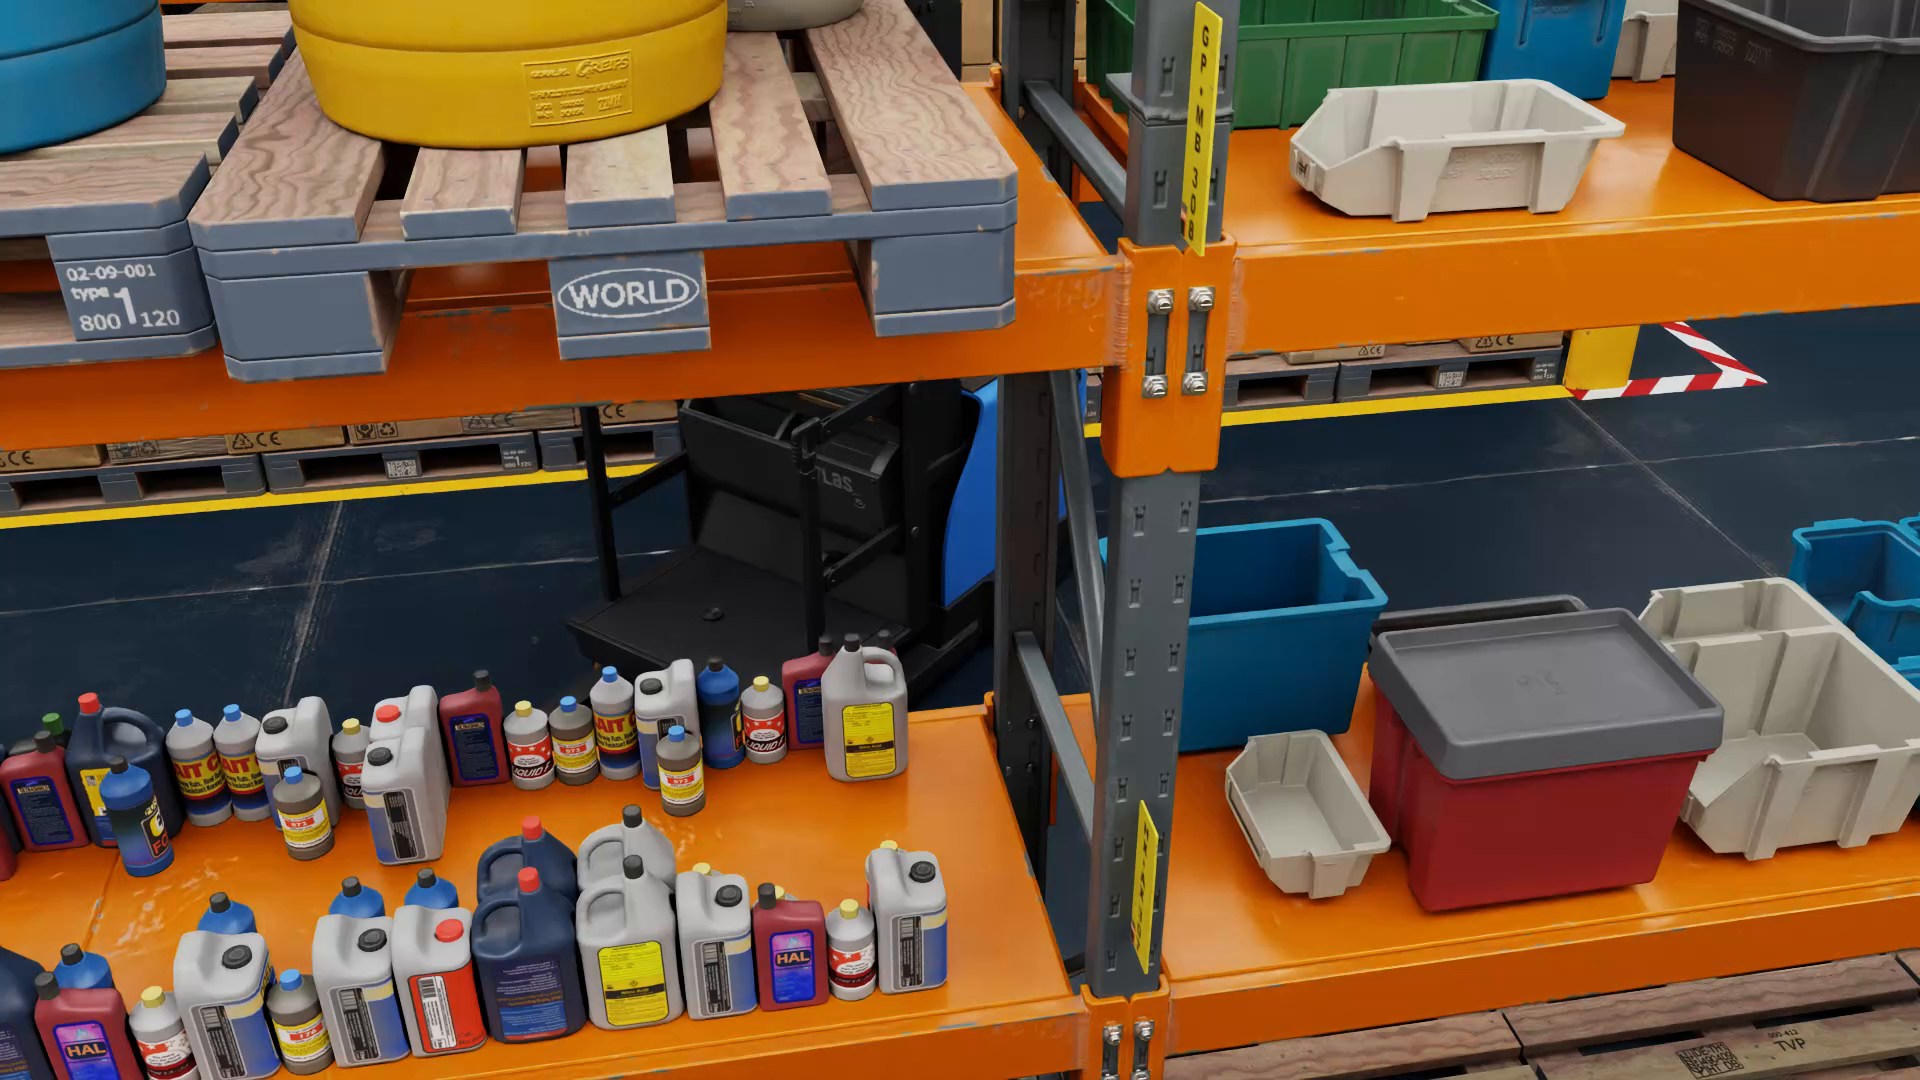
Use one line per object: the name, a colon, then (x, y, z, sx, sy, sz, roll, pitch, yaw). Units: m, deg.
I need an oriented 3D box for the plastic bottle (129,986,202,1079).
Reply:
plastic bottle: (-1.424, 0.885, 2.981, 0.097, 0.201, 0.097, 0, 30, 0)

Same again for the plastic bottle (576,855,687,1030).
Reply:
plastic bottle: (-0.615, 0.734, 3.092, 0.185, 0.351, 0.144, -5, 31, -9)

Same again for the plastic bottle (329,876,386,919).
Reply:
plastic bottle: (-1.128, 0.749, 3.144, 0.097, 0.271, 0.097, 0, 30, 0)

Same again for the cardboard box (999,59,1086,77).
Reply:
cardboard box: (0.395, -2.007, 7.605, 0.500, 0.500, 0.500, -5, 31, -8)

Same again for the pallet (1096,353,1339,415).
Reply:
pallet: (1.220, -0.978, 8.705, 1.213, 0.211, 1.003, -5, 31, -9)

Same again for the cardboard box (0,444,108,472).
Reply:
cardboard box: (-4.094, -0.651, 7.429, 0.500, 0.500, 0.500, -4, 31, -7)

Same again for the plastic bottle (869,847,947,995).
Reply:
plastic bottle: (-0.099, 0.716, 3.195, 0.135, 0.276, 0.152, -5, 31, -9)

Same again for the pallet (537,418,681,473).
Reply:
pallet: (-1.451, -0.709, 8.248, 1.213, 0.211, 1.003, -5, 31, -9)

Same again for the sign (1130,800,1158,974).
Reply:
sign: (0.328, 0.620, 2.962, 0.005, 0.325, 0.100, -5, 31, -9)

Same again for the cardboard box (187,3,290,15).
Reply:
cardboard box: (-3.060, -1.966, 7.121, 0.500, 0.500, 0.700, 0, 30, 0)

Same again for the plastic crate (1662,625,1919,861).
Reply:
plastic crate: (1.766, 0.443, 3.595, 0.530, 0.282, 0.437, -5, 31, -9)

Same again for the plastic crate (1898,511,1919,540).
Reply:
plastic crate: (2.568, 0.125, 4.184, 0.300, 0.233, 0.416, -5, 31, -9)

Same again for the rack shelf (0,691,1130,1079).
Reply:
rack shelf: (-1.737, 0.958, 3.371, 4.000, 0.370, 1.077, -5, 31, -9)

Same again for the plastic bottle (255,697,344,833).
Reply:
plastic bottle: (-1.433, 0.477, 3.602, 0.135, 0.276, 0.152, -5, 31, -9)

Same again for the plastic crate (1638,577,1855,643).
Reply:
plastic crate: (1.889, 0.244, 4.076, 0.466, 0.136, 0.293, -5, 31, -9)

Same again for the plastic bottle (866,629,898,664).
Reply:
plastic bottle: (-0.207, 0.336, 3.834, 0.133, 0.283, 0.061, -5, 31, -9)

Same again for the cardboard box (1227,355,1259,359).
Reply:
cardboard box: (1.189, -1.292, 8.517, 0.637, 0.503, 0.797, -5, 31, -9)

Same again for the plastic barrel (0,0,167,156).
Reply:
plastic barrel: (-1.421, -0.993, 2.111, 0.708, 0.901, 0.600, -5, 31, -9)

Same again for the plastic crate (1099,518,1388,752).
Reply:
plastic crate: (0.628, 0.234, 3.850, 0.575, 0.384, 0.392, -5, 31, -9)

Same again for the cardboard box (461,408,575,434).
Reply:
cardboard box: (-2.073, -0.842, 7.755, 0.500, 0.500, 0.500, -5, 31, -8)

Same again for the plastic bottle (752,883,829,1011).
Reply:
plastic bottle: (-0.318, 0.757, 3.119, 0.133, 0.283, 0.061, -5, 31, -9)

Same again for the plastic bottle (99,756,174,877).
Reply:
plastic bottle: (-1.717, 0.565, 3.456, 0.097, 0.271, 0.097, 0, 30, 0)

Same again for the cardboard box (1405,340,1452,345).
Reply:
cardboard box: (2.371, -1.174, 8.648, 0.250, 0.166, 0.380, -5, 31, -9)

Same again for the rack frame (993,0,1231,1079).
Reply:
rack frame: (0.230, 0.465, 3.499, 0.127, 3.000, 1.000, -5, 31, -9)

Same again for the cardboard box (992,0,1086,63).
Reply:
cardboard box: (0.363, -2.429, 7.336, 0.500, 0.500, 0.500, -6, 31, -10)

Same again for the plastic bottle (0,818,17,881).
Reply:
plastic bottle: (-2.051, 0.582, 3.416, 0.133, 0.283, 0.061, -5, 31, -9)

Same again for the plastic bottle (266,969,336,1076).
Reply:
plastic bottle: (-1.196, 0.864, 3.017, 0.097, 0.201, 0.097, 0, 30, 0)

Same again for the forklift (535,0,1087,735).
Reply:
forklift: (-0.735, -0.705, 5.557, 1.130, 2.935, 3.031, 20, 36, 30)

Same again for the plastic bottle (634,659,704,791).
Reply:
plastic bottle: (-0.654, 0.405, 3.725, 0.135, 0.276, 0.152, -5, 31, -9)

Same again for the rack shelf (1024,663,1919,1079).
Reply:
rack shelf: (2.198, 0.593, 3.992, 4.000, 0.370, 1.077, -5, 31, -9)

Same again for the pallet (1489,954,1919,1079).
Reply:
pallet: (2.149, 1.468, 4.545, 1.213, 0.211, 1.003, -5, 31, -9)

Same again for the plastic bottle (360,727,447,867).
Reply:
plastic bottle: (-1.177, 0.531, 3.509, 0.135, 0.276, 0.152, -5, 31, -9)

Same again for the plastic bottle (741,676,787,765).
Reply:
plastic bottle: (-0.449, 0.404, 3.800, 0.097, 0.201, 0.097, 0, 30, 0)

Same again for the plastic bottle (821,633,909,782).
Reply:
plastic bottle: (-0.214, 0.361, 3.726, 0.185, 0.351, 0.144, -5, 31, -9)

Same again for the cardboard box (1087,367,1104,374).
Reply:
cardboard box: (0.643, -0.987, 8.331, 0.250, 0.166, 0.380, -5, 31, -9)

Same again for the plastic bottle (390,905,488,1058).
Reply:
plastic bottle: (-0.955, 0.795, 3.060, 0.135, 0.276, 0.152, -5, 31, -9)

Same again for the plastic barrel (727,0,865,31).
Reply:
plastic barrel: (-0.333, -1.144, 2.729, 0.433, 0.535, 0.433, 0, 30, 0)

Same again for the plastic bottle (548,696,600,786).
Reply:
plastic bottle: (-0.868, 0.443, 3.734, 0.097, 0.201, 0.097, 0, 30, 0)

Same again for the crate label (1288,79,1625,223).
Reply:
crate label: (0.764, -0.615, 2.637, 0.466, 0.136, 0.293, -5, 31, -9)

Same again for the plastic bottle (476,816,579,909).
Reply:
plastic bottle: (-0.823, 0.679, 3.185, 0.185, 0.351, 0.144, -5, 31, -9)

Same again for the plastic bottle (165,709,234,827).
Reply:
plastic bottle: (-1.647, 0.485, 3.593, 0.097, 0.271, 0.097, 0, 30, 0)

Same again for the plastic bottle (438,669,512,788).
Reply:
plastic bottle: (-1.081, 0.417, 3.696, 0.133, 0.283, 0.061, -5, 31, -9)

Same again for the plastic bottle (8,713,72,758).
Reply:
plastic bottle: (-1.946, 0.498, 3.559, 0.133, 0.283, 0.061, -5, 31, -9)

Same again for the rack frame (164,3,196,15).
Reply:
rack frame: (-5.489, -4.109, 11.279, 0.127, 3.000, 1.000, -5, 31, -9)

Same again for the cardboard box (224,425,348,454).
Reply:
cardboard box: (-3.085, -0.745, 7.589, 0.500, 0.500, 0.500, -6, 31, -10)

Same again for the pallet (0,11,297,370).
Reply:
pallet: (-1.638, -0.521, 2.404, 1.213, 0.211, 1.003, -5, 31, -9)

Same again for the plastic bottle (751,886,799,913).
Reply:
plastic bottle: (-0.350, 0.754, 3.204, 0.097, 0.201, 0.097, 0, 30, 0)

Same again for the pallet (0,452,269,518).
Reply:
pallet: (-3.852, -0.487, 7.870, 1.213, 0.211, 1.003, -5, 31, -9)

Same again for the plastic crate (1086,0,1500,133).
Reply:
plastic crate: (0.593, -0.926, 3.115, 0.662, 0.188, 0.450, -5, 31, -9)

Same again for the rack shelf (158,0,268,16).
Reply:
rack shelf: (-3.521, -3.981, 11.771, 4.000, 0.370, 1.077, -5, 31, -9)

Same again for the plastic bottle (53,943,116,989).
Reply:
plastic bottle: (-1.566, 0.837, 2.994, 0.097, 0.271, 0.097, 0, 30, 0)

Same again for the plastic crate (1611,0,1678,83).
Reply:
plastic crate: (1.413, -1.020, 3.326, 0.466, 0.136, 0.293, -5, 31, -9)

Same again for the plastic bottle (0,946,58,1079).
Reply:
plastic bottle: (-1.698, 0.834, 2.921, 0.185, 0.351, 0.144, -5, 31, -9)
